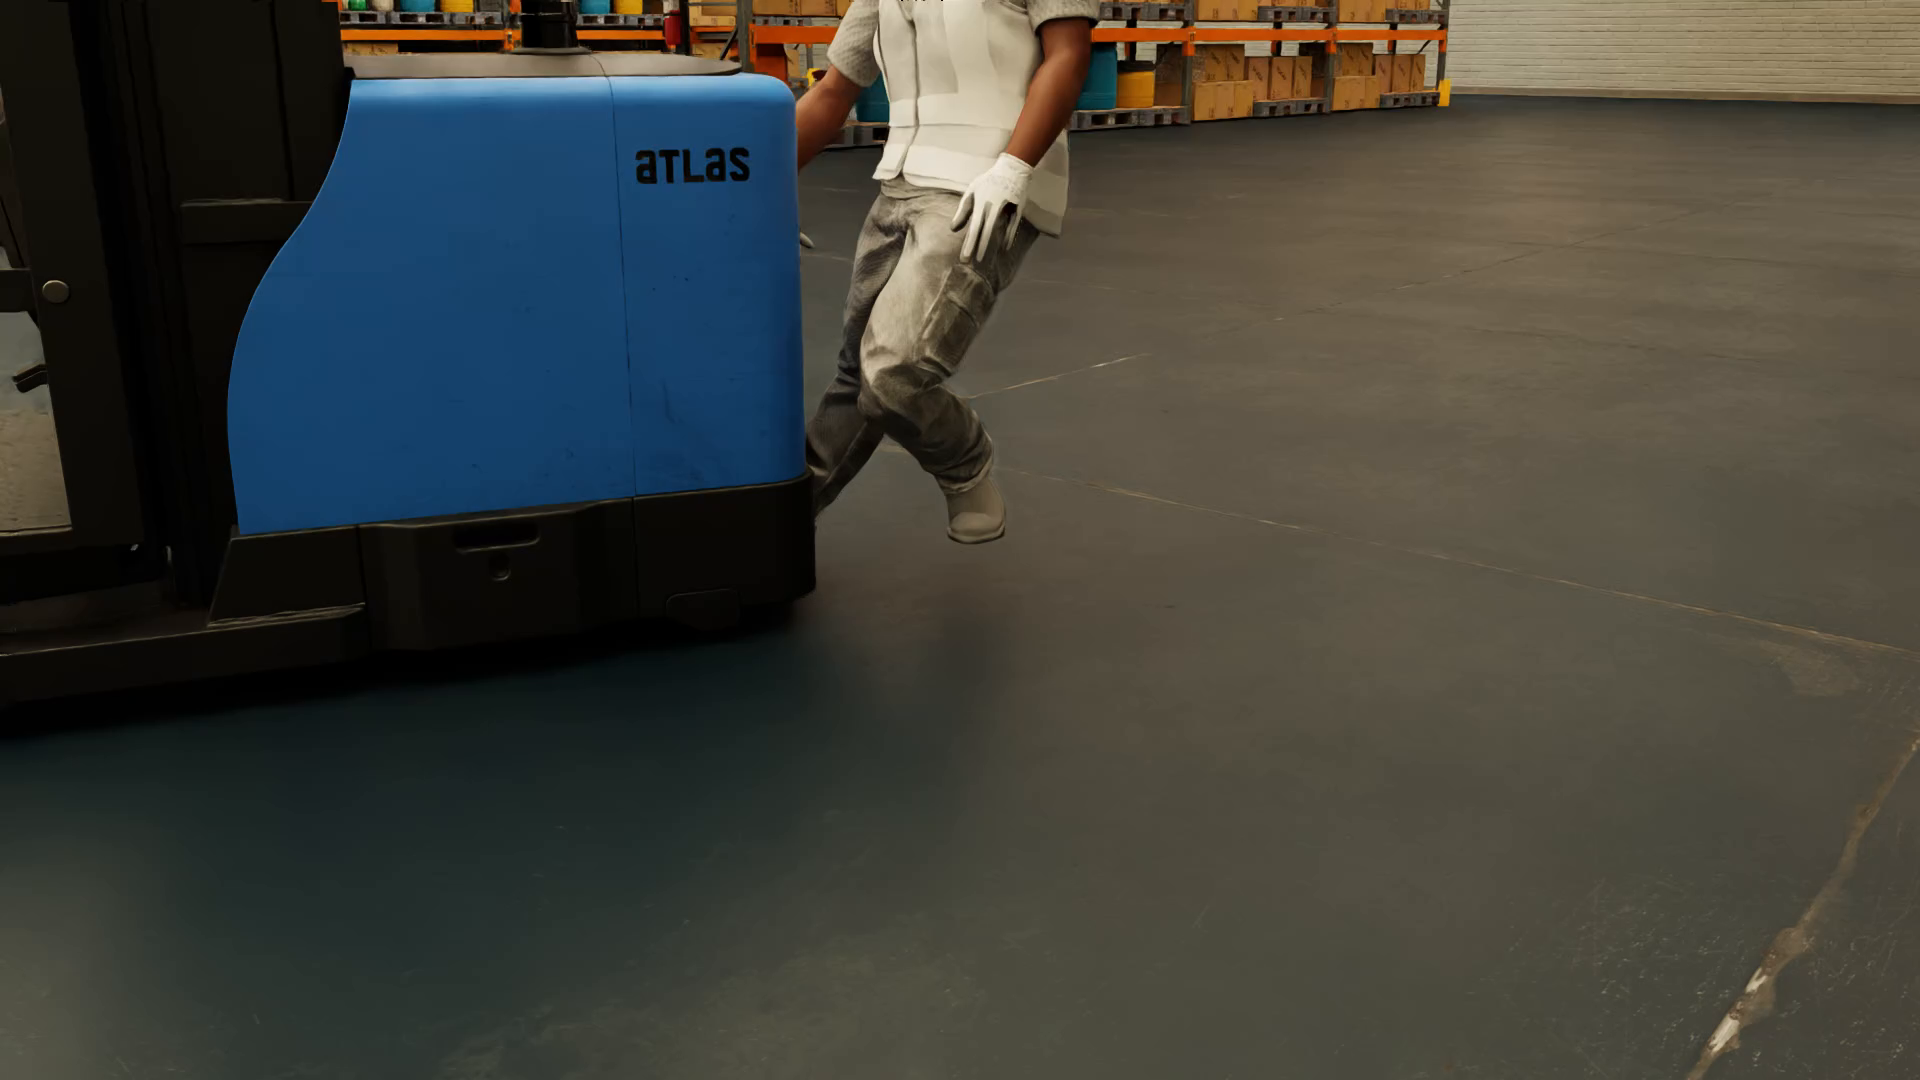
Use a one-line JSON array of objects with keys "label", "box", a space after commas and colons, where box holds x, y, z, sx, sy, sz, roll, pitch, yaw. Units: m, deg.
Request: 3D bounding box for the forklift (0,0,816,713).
[{"label": "forklift", "box": [-1.863, -1.202, 2.856, 3.031, 2.935, 1.130, -7, 18, -21]}]

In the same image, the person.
[{"label": "person", "box": [-0.173, -0.684, 3.290, 0.757, 1.680, 0.753, -11, 20, -32]}]
